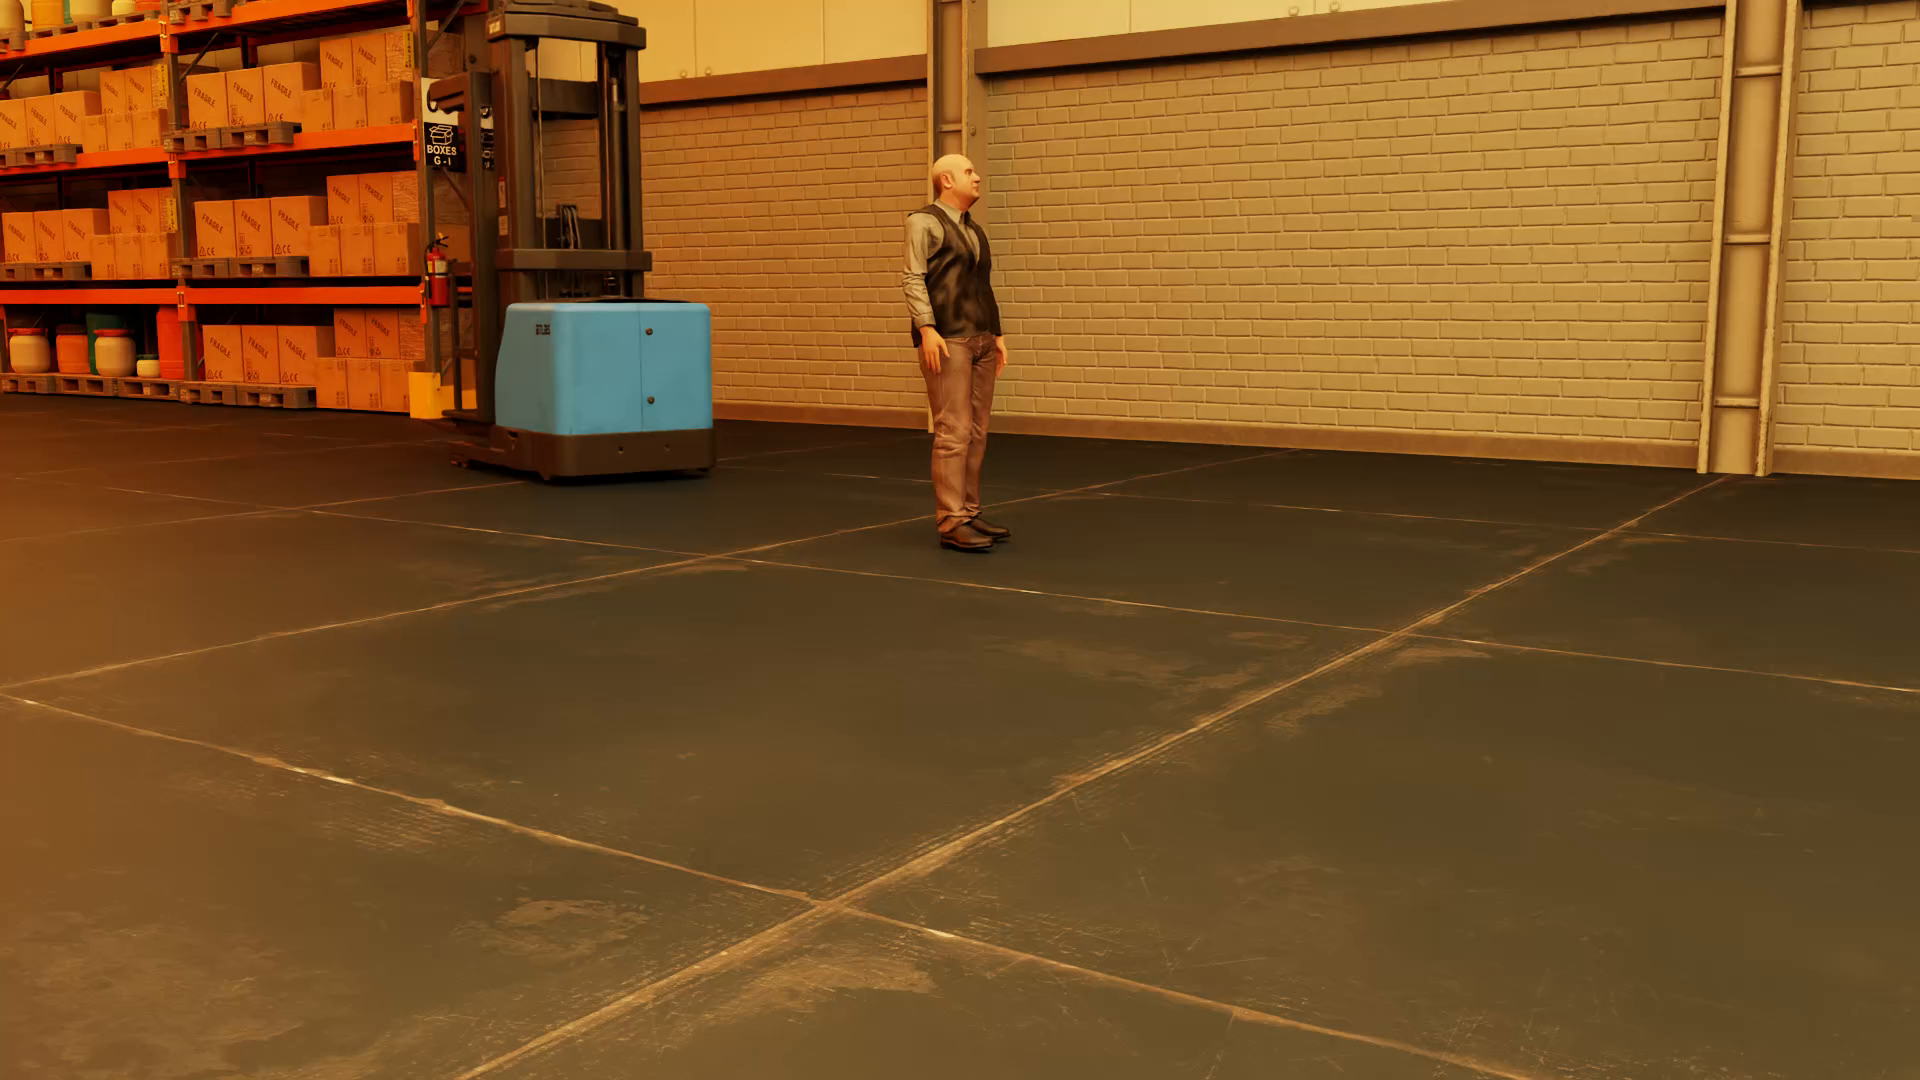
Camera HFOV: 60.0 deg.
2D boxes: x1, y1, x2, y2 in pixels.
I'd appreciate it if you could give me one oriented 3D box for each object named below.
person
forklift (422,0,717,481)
[{"bbox_3d":[0.048,-0.854,7.441,0.566,1.722,0.634,5,10,34],"label":"person"},{"bbox_3d":[-2.778,-1.960,10.979,1.130,2.935,3.031,-6,10,-35],"label":"forklift"}]
